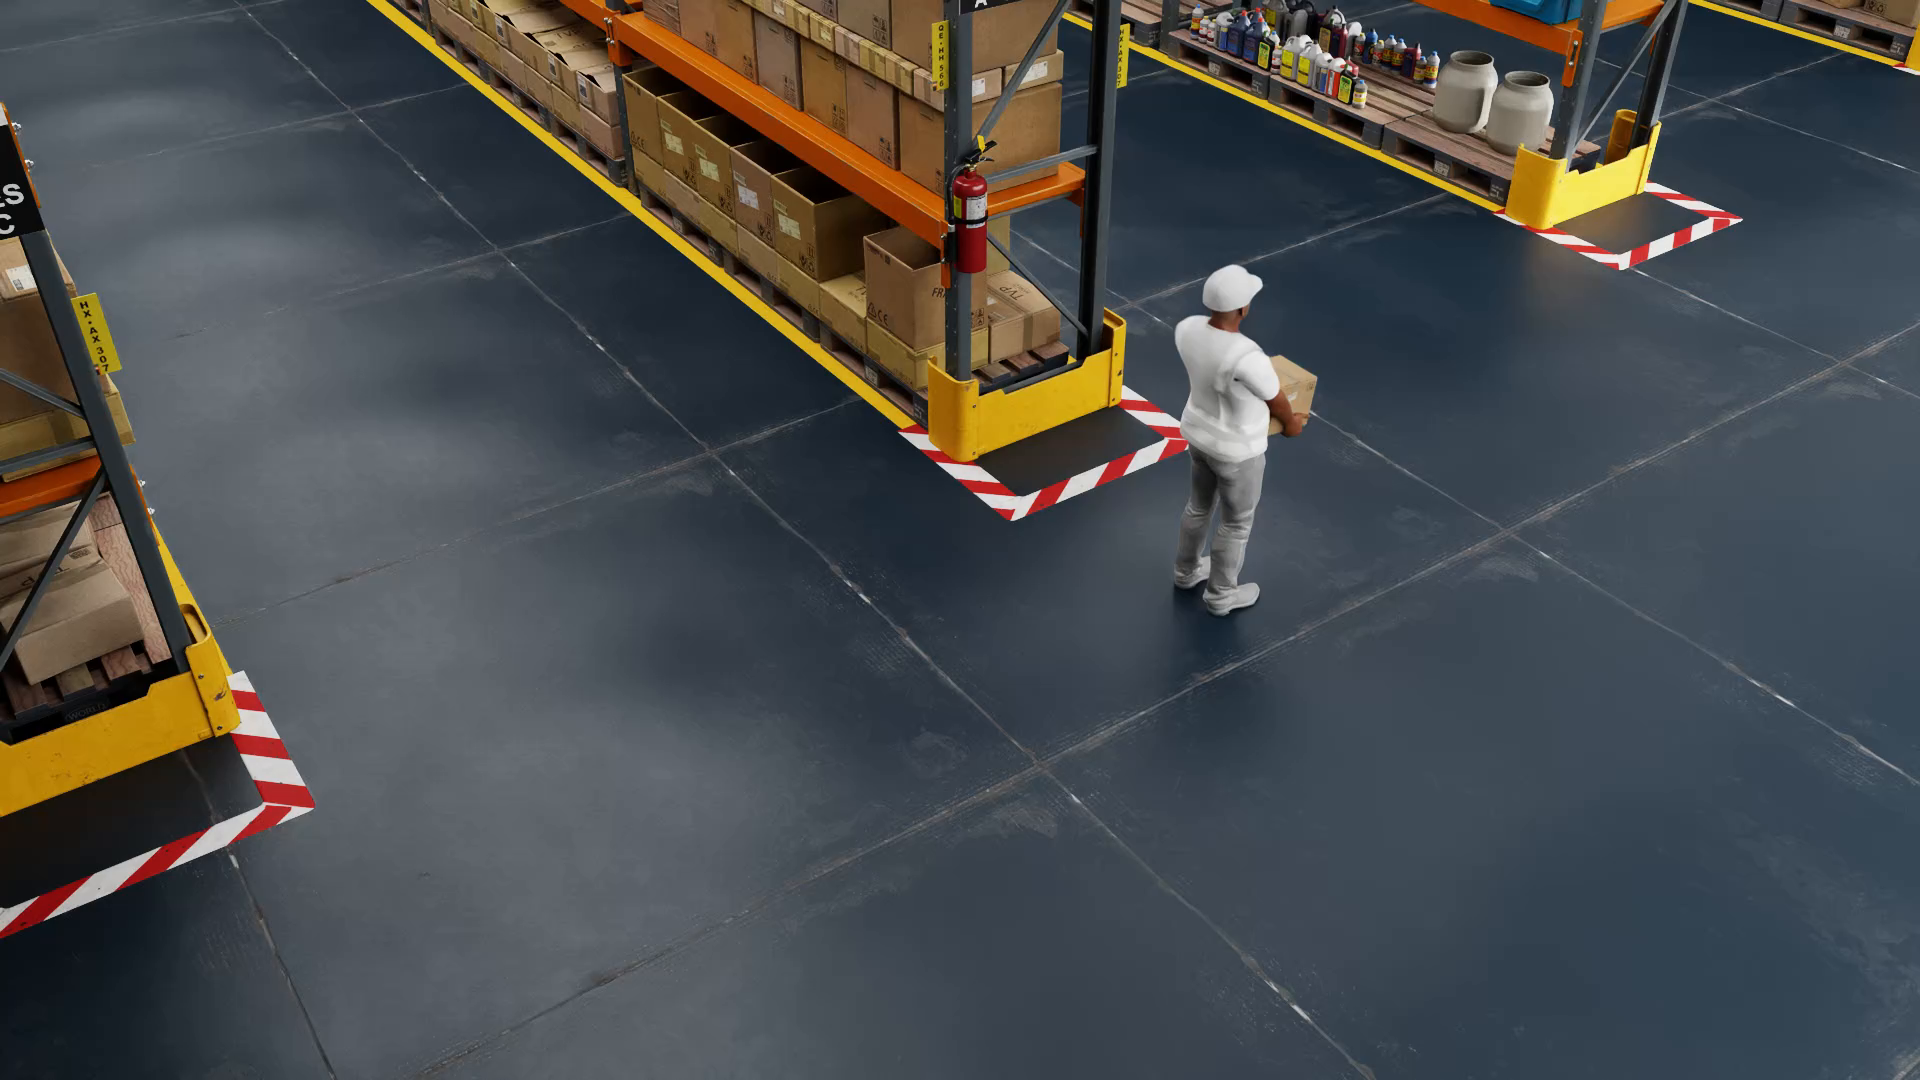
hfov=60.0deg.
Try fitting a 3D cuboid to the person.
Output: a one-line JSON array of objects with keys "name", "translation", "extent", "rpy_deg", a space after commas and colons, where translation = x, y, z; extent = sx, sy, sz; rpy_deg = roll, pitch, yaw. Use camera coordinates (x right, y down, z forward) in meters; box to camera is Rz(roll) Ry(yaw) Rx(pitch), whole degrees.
[{"name": "person", "translation": [1.287, -0.495, 7.665], "extent": [0.582, 1.760, 0.504], "rpy_deg": [-22, 41, -27]}]
